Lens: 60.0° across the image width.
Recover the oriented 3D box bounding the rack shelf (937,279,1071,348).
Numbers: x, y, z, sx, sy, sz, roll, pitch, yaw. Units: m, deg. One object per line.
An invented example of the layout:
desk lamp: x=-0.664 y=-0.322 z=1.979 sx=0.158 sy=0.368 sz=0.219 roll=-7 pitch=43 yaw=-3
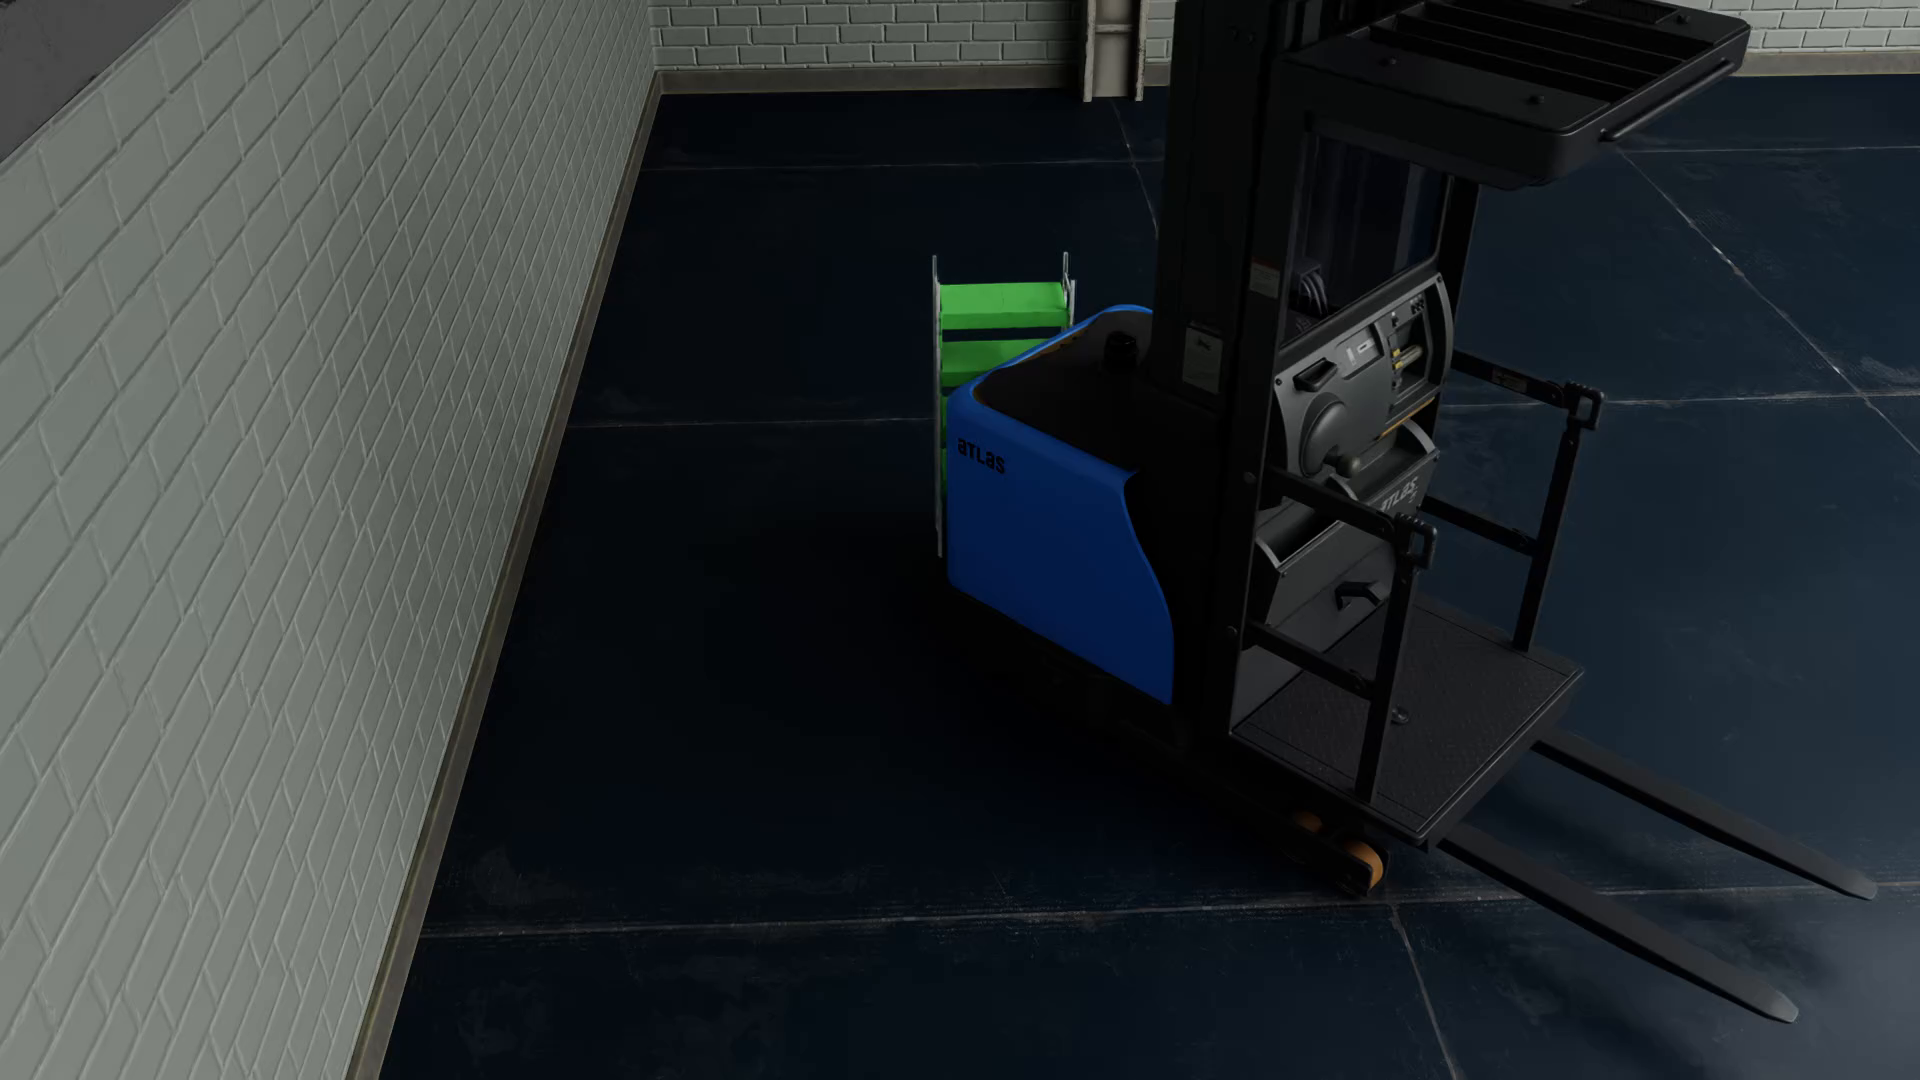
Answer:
rack shelf: x=0.157 y=-0.844 z=6.183 sx=0.480 sy=0.148 sz=0.258 roll=-2 pitch=35 yaw=-3

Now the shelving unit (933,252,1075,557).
shelving unit: x=0.156 y=-0.502 z=6.420 sx=0.503 sy=1.200 sz=0.258 roll=-2 pitch=35 yaw=-3

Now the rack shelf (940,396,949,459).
rack shelf: x=0.156 y=-0.449 z=6.456 sx=0.480 sy=0.148 sz=0.258 roll=-2 pitch=35 yaw=-3

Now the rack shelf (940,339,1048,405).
rack shelf: x=0.156 y=-0.646 z=6.320 sx=0.480 sy=0.148 sz=0.258 roll=-2 pitch=35 yaw=-3

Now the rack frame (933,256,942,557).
rack frame: x=-0.087 y=-0.493 z=6.408 sx=0.015 sy=1.200 sz=0.240 roll=-2 pitch=35 yaw=-3

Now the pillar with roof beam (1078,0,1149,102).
pillar with roof beam: x=1.199 y=-4.220 z=4.940 sx=0.400 sy=9.000 sz=9.100 roll=-2 pitch=35 yaw=-2

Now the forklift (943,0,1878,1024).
forklift: x=1.359 y=-0.445 z=4.818 sx=3.031 sy=2.935 sz=1.130 roll=28 pitch=43 yaw=34

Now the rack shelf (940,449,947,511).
rack shelf: x=0.156 y=-0.252 z=6.593 sx=0.480 sy=0.148 sz=0.258 roll=-2 pitch=35 yaw=-3

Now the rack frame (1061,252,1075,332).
rack frame: x=0.400 y=-0.510 z=6.432 sx=0.015 sy=1.200 sz=0.240 roll=-2 pitch=35 yaw=-3
